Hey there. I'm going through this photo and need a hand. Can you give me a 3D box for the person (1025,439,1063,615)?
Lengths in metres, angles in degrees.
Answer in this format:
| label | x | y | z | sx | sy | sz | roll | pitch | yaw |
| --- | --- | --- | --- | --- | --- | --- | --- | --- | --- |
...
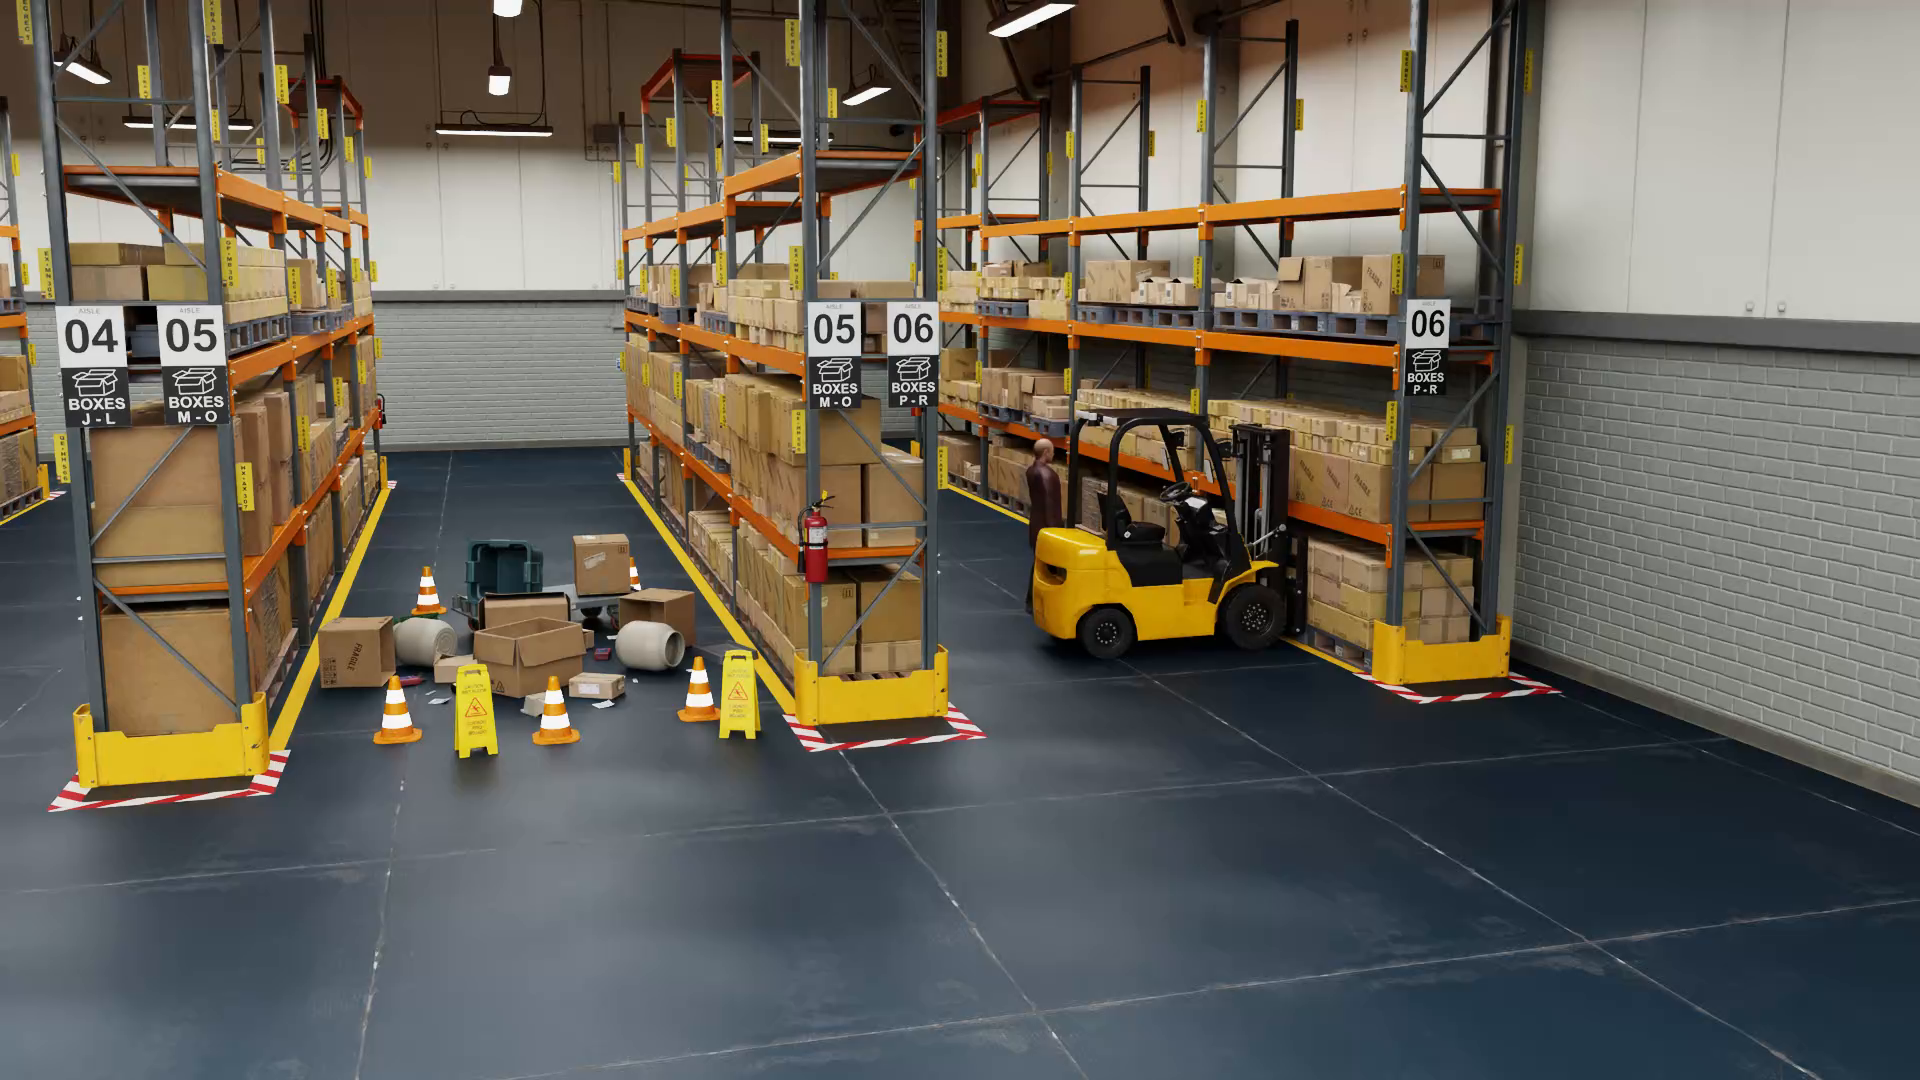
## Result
| label | x | y | z | sx | sy | sz | roll | pitch | yaw |
| --- | --- | --- | --- | --- | --- | --- | --- | --- | --- |
| person | 0.868 | -0.138 | 16.796 | 0.378 | 1.775 | 0.562 | -2 | 9 | -15 |
